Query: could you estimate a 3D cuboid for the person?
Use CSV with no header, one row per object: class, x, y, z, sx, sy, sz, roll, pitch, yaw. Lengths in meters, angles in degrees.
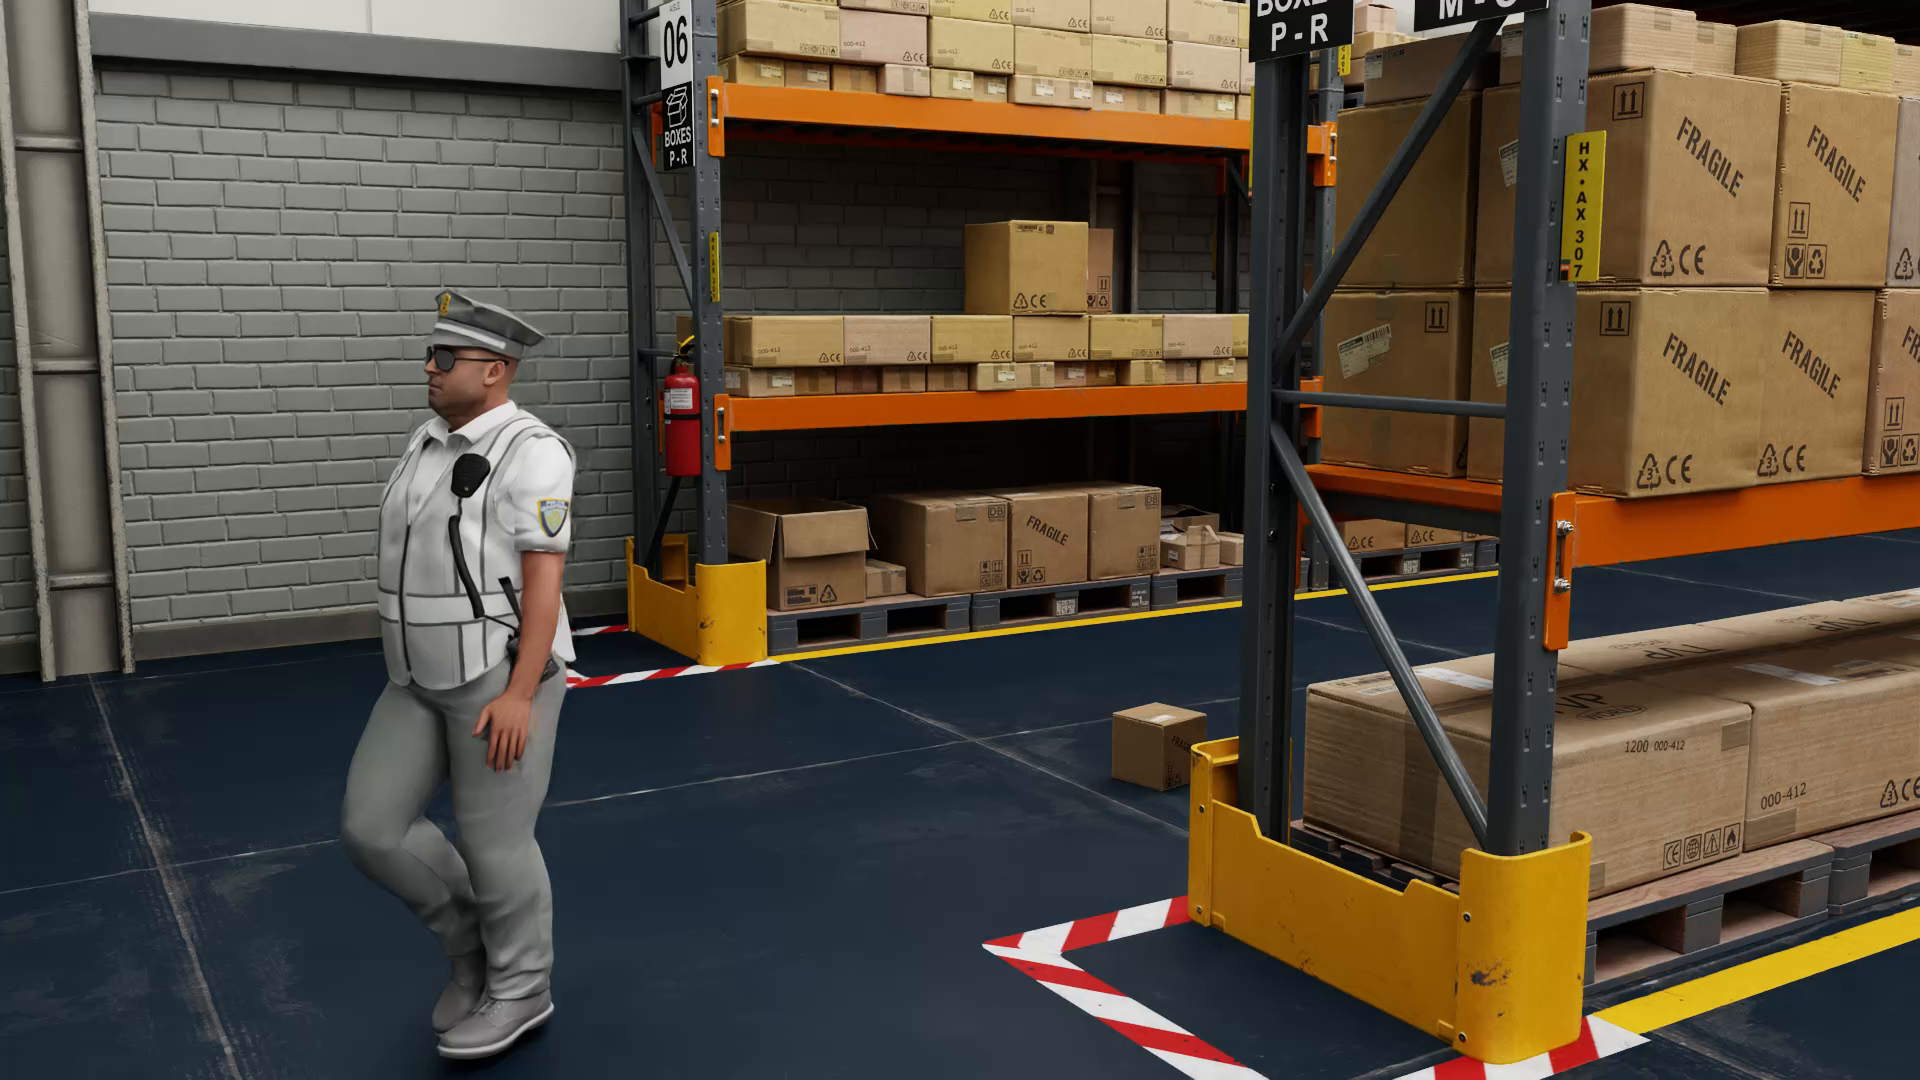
person,-1.149,0.330,3.857,0.531,1.804,0.452,5,10,33
